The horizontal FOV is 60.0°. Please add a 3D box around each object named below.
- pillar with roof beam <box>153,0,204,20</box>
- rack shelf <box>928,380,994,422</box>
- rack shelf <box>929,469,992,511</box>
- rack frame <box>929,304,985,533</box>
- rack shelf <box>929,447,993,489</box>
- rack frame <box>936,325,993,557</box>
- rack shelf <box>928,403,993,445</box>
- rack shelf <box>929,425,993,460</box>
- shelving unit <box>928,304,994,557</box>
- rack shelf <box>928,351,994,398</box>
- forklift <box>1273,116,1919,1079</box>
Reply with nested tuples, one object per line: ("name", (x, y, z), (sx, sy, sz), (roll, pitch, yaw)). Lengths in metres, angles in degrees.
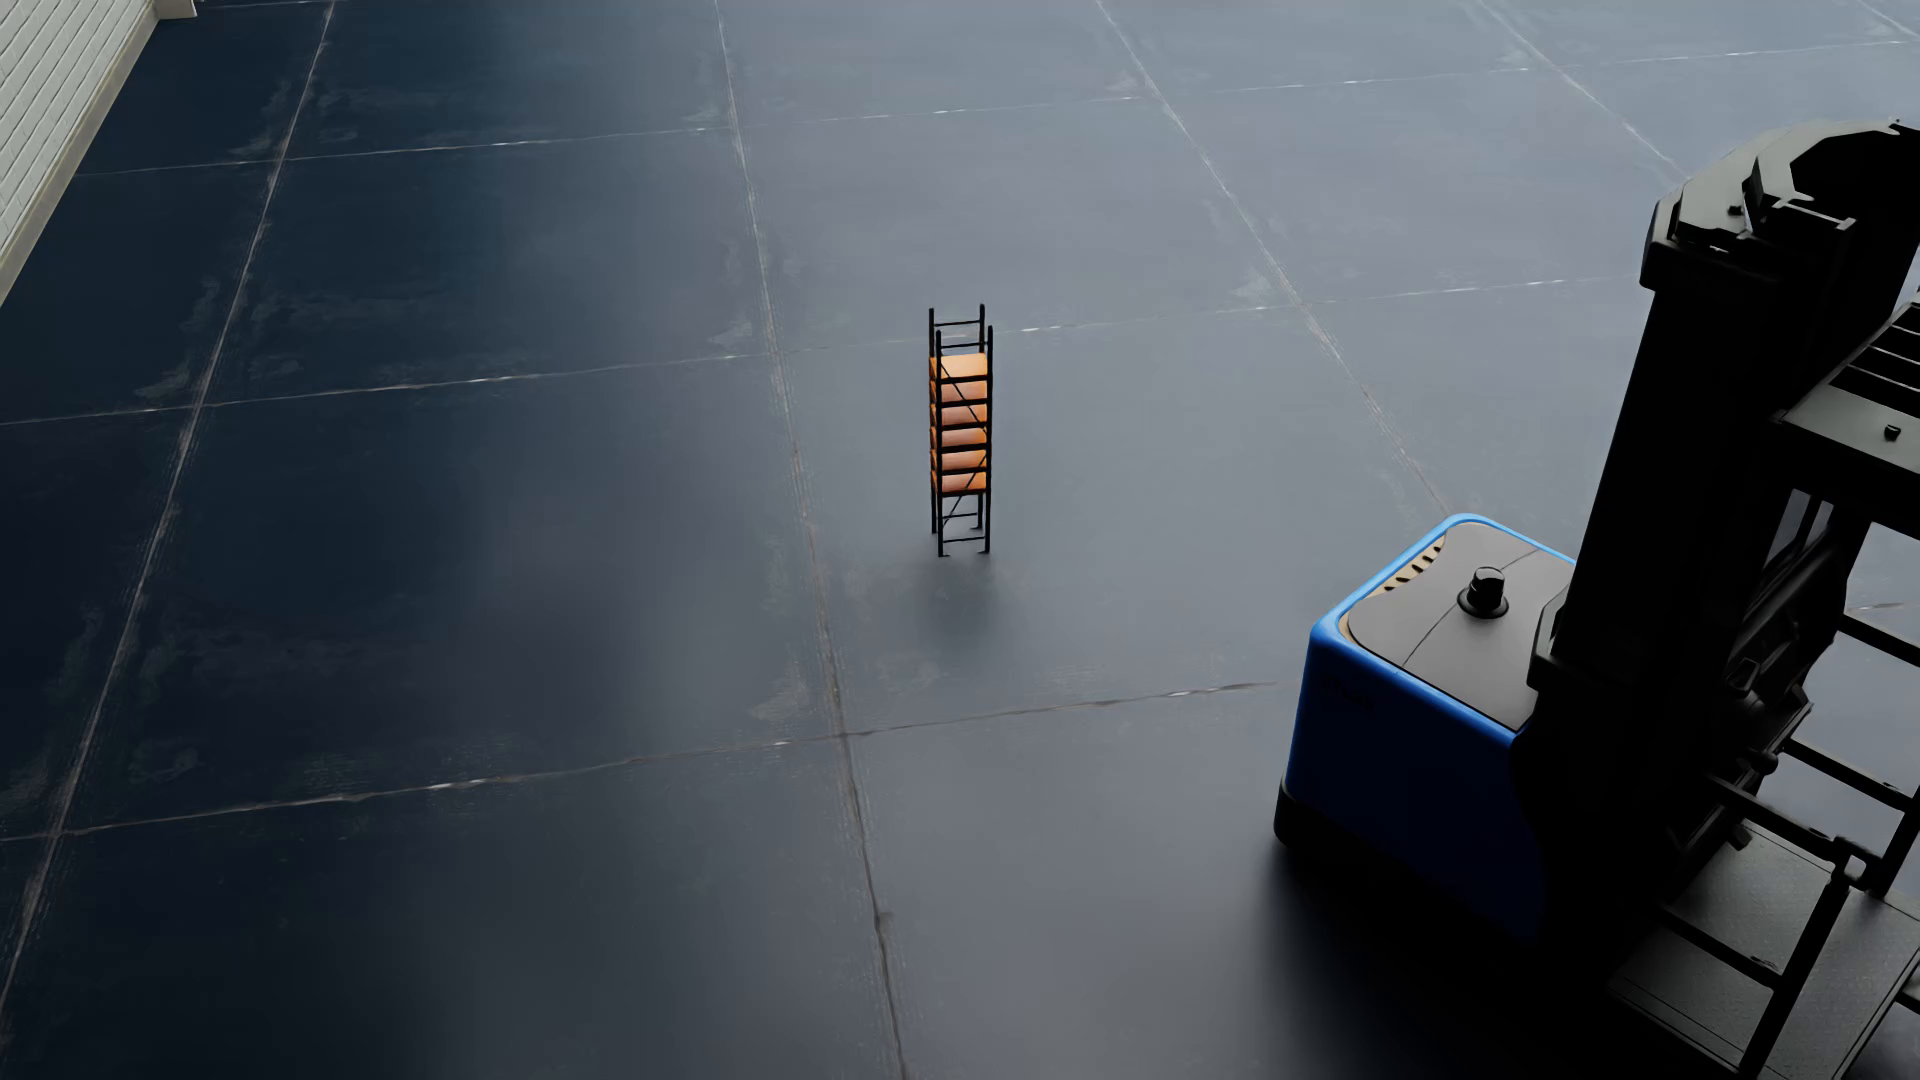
("pillar with roof beam", (-1.931, -8.212, 10.985), (9.100, 9.000, 0.400), (-6, 38, -8))
("rack shelf", (0.003, -0.620, 7.251), (0.258, 0.103, 0.180), (-6, 38, -8))
("rack shelf", (0.003, -0.240, 7.545), (0.258, 0.103, 0.180), (-6, 38, -8))
("rack frame", (-0.013, -0.520, 7.442), (0.240, 1.200, 0.006), (-6, 38, -8))
("rack shelf", (0.003, -0.335, 7.472), (0.258, 0.103, 0.180), (-6, 38, -8))
("rack frame", (0.019, -0.410, 7.300), (0.240, 1.200, 0.006), (-6, 38, -8))
("rack shelf", (0.003, -0.525, 7.324), (0.258, 0.103, 0.180), (-6, 38, -8))
("rack shelf", (0.003, -0.430, 7.398), (0.258, 0.103, 0.180), (-6, 38, -8))
("shelving unit", (0.003, -0.465, 7.371), (0.258, 1.200, 0.189), (-6, 38, -8))
("rack shelf", (0.003, -0.714, 7.177), (0.258, 0.103, 0.180), (-6, 38, -8))
("forklift", (2.575, 0.413, 4.830), (3.031, 2.935, 1.130), (31, 48, 34))
